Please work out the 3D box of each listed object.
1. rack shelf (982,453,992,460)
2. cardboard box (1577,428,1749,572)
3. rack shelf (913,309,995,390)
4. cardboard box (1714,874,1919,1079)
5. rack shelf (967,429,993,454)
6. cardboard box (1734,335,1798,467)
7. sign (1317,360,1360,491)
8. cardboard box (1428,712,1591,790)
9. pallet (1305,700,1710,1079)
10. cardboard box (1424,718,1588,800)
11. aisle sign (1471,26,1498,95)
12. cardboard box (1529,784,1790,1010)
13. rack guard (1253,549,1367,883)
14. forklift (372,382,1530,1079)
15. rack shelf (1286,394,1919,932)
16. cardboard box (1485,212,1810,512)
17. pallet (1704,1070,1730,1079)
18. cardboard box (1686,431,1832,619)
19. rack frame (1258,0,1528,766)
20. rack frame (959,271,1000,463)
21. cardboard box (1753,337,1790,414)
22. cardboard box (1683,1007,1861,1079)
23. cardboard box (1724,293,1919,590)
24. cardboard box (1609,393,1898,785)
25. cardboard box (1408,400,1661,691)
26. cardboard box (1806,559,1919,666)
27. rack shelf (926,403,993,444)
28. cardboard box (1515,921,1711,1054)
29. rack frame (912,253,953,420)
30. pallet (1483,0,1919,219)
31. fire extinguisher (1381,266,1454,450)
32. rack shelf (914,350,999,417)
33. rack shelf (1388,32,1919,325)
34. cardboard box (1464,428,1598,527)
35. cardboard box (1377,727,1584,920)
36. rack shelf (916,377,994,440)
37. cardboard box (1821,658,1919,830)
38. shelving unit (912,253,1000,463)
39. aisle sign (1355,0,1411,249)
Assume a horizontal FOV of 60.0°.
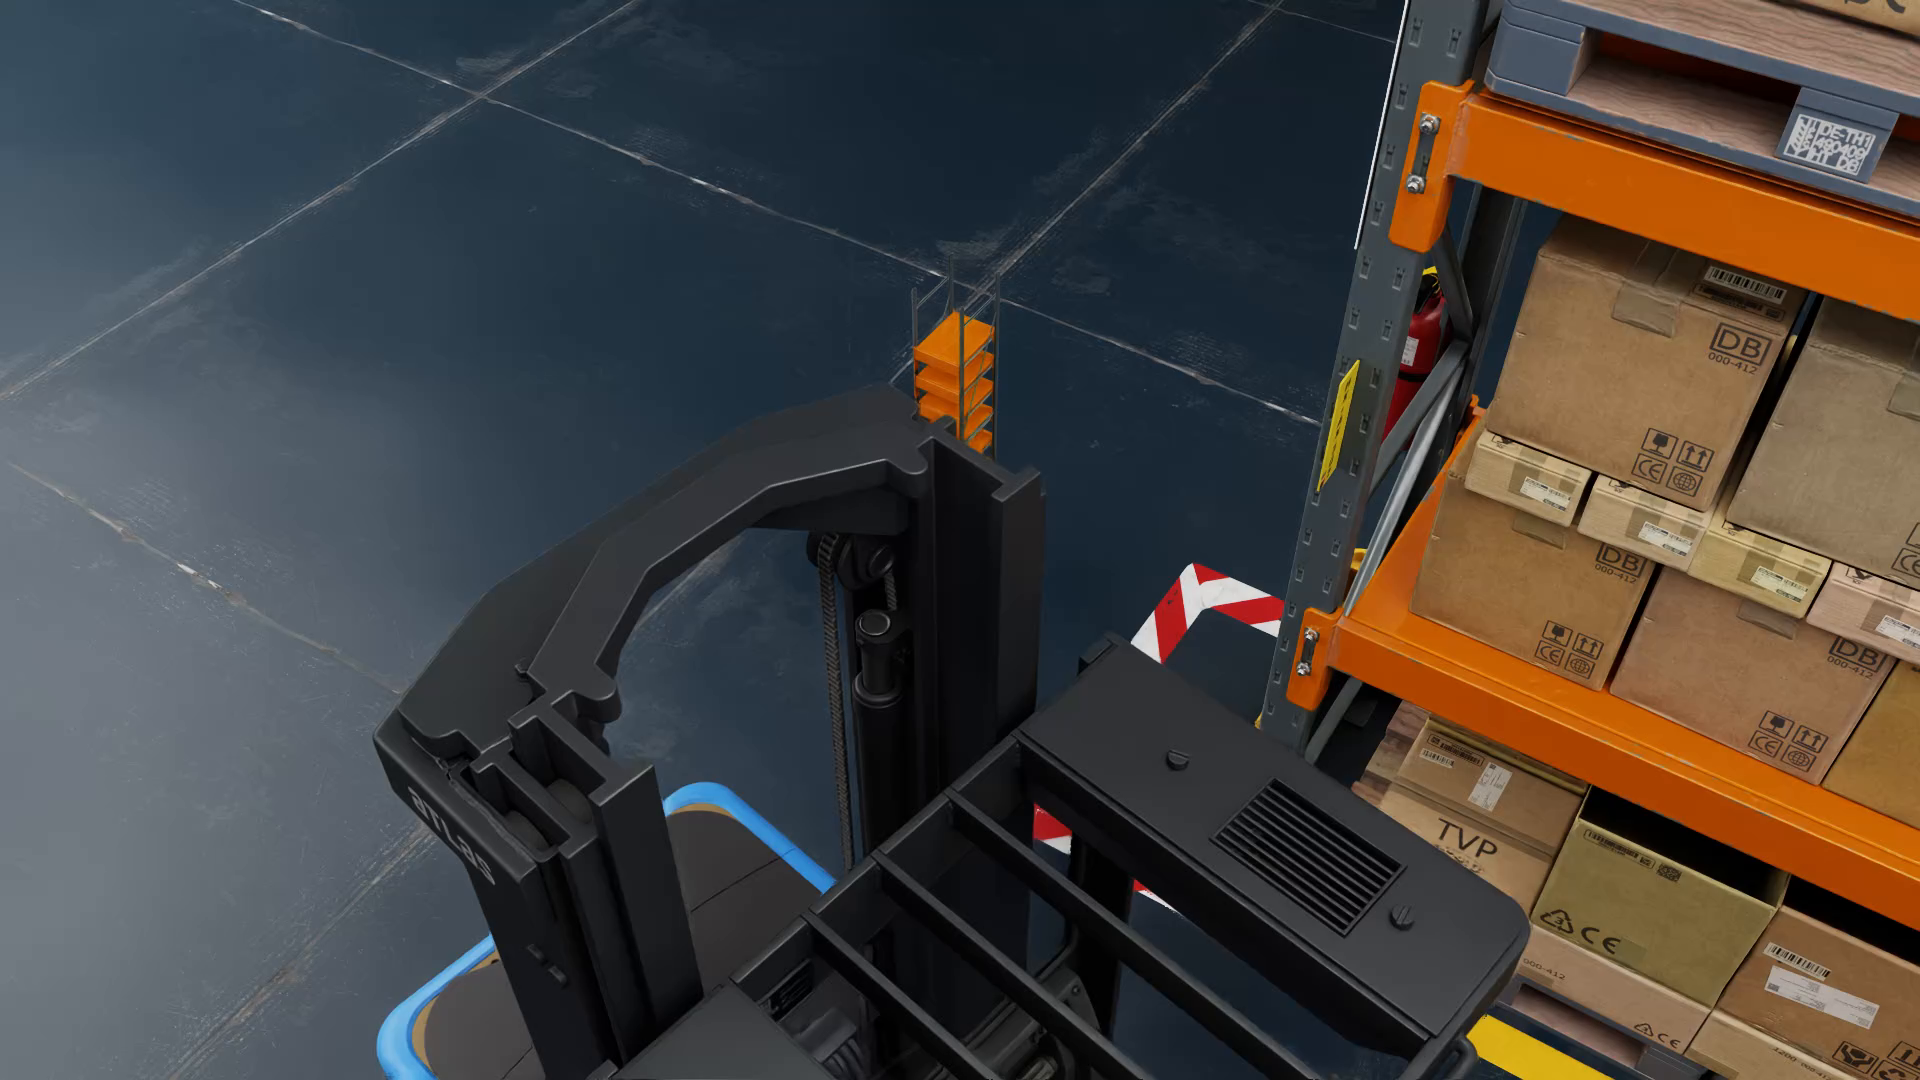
[{"bbox_3d":[-0.012,-0.226,6.029,0.180,0.103,0.258,25,51,22],"label":"rack shelf"},{"bbox_3d":[1.594,-0.136,3.769,0.250,0.149,0.380,23,50,21],"label":"cardboard box"},{"bbox_3d":[-0.012,-0.644,5.599,0.180,0.103,0.258,25,51,22],"label":"rack shelf"},{"bbox_3d":[2.337,1.013,4.276,0.500,0.500,0.500,25,51,22],"label":"cardboard box"},{"bbox_3d":[-0.012,-0.309,5.943,0.180,0.103,0.258,25,51,22],"label":"rack shelf"},{"bbox_3d":[2.017,-0.286,3.915,0.250,0.149,0.380,24,50,22],"label":"cardboard box"},{"bbox_3d":[0.852,-0.254,3.747,0.005,0.325,0.100,25,51,22],"label":"sign"},{"bbox_3d":[1.768,0.321,4.948,0.500,0.500,0.500,25,51,22],"label":"cardboard box"},{"bbox_3d":[1.823,0.985,5.146,1.213,0.211,1.003,25,51,22],"label":"pallet"},{"bbox_3d":[1.767,0.583,5.216,0.500,0.250,0.500,25,51,22],"label":"cardboard box"},{"bbox_3d":[1.260,-1.366,3.674,0.004,0.787,0.394,25,51,22],"label":"aisle sign"},{"bbox_3d":[1.910,0.827,4.456,0.500,0.500,0.500,25,51,22],"label":"cardboard box"},{"bbox_3d":[1.136,0.604,5.314,0.348,0.500,1.175,25,51,22],"label":"rack guard"},{"bbox_3d":[0.093,1.289,2.954,3.031,2.935,1.130,34,55,29],"label":"forklift"},{"bbox_3d":[2.840,0.767,3.914,4.000,0.370,1.077,25,51,22],"label":"rack shelf"},{"bbox_3d":[1.587,-0.536,3.705,0.500,0.500,0.700,25,51,22],"label":"cardboard box"},{"bbox_3d":[2.846,1.458,4.686,1.213,0.211,1.003,25,51,22],"label":"pallet"},{"bbox_3d":[1.803,-0.039,3.674,0.250,0.149,0.380,25,51,22],"label":"cardboard box"},{"bbox_3d":[1.156,-0.258,4.409,0.127,3.000,1.000,25,51,22],"label":"rack frame"},{"bbox_3d":[0.065,-0.388,5.791,0.006,1.200,0.240,25,51,22],"label":"rack frame"},{"bbox_3d":[1.802,-0.385,4.011,0.250,0.149,0.380,26,51,23],"label":"cardboard box"},{"bbox_3d":[2.331,1.281,4.538,0.500,0.250,0.500,25,51,22],"label":"cardboard box"},{"bbox_3d":[2.033,-0.335,3.510,0.500,0.500,0.700,23,50,21],"label":"cardboard box"},{"bbox_3d":[1.987,0.096,3.995,0.500,0.500,0.700,26,51,23],"label":"cardboard box"},{"bbox_3d":[1.542,-0.104,4.190,0.500,0.500,0.700,25,51,22],"label":"cardboard box"},{"bbox_3d":[2.015,0.060,3.578,0.250,0.149,0.380,24,50,22],"label":"cardboard box"},{"bbox_3d":[-0.012,-0.393,5.857,0.180,0.103,0.258,25,51,22],"label":"rack shelf"},{"bbox_3d":[1.911,1.087,4.726,0.500,0.250,0.500,25,51,22],"label":"cardboard box"},{"bbox_3d":[-0.089,-0.459,5.860,0.006,1.200,0.240,25,51,22],"label":"rack frame"},{"bbox_3d":[1.738,-0.983,3.084,1.213,0.211,1.003,25,51,22],"label":"pallet"},{"bbox_3d":[1.308,-0.557,4.754,0.183,0.674,0.296,25,51,22],"label":"fire extinguisher"},{"bbox_3d":[-0.012,-0.560,5.685,0.180,0.103,0.258,25,51,22],"label":"rack shelf"},{"bbox_3d":[2.840,-0.278,2.839,4.000,0.370,1.077,25,51,22],"label":"rack shelf"},{"bbox_3d":[1.370,-0.237,3.866,0.250,0.149,0.380,24,51,22],"label":"cardboard box"},{"bbox_3d":[1.488,0.896,4.912,0.500,0.250,0.500,25,51,22],"label":"cardboard box"},{"bbox_3d":[-0.012,-0.476,5.771,0.180,0.103,0.258,25,51,22],"label":"rack shelf"},{"bbox_3d":[2.402,0.292,3.805,0.500,0.500,0.700,25,51,22],"label":"cardboard box"},{"bbox_3d":[-0.012,-0.424,5.825,0.189,1.200,0.258,25,51,22],"label":"shelving unit"},{"bbox_3d":[0.936,-1.004,3.322,0.004,0.787,0.394,25,51,22],"label":"aisle sign"}]
